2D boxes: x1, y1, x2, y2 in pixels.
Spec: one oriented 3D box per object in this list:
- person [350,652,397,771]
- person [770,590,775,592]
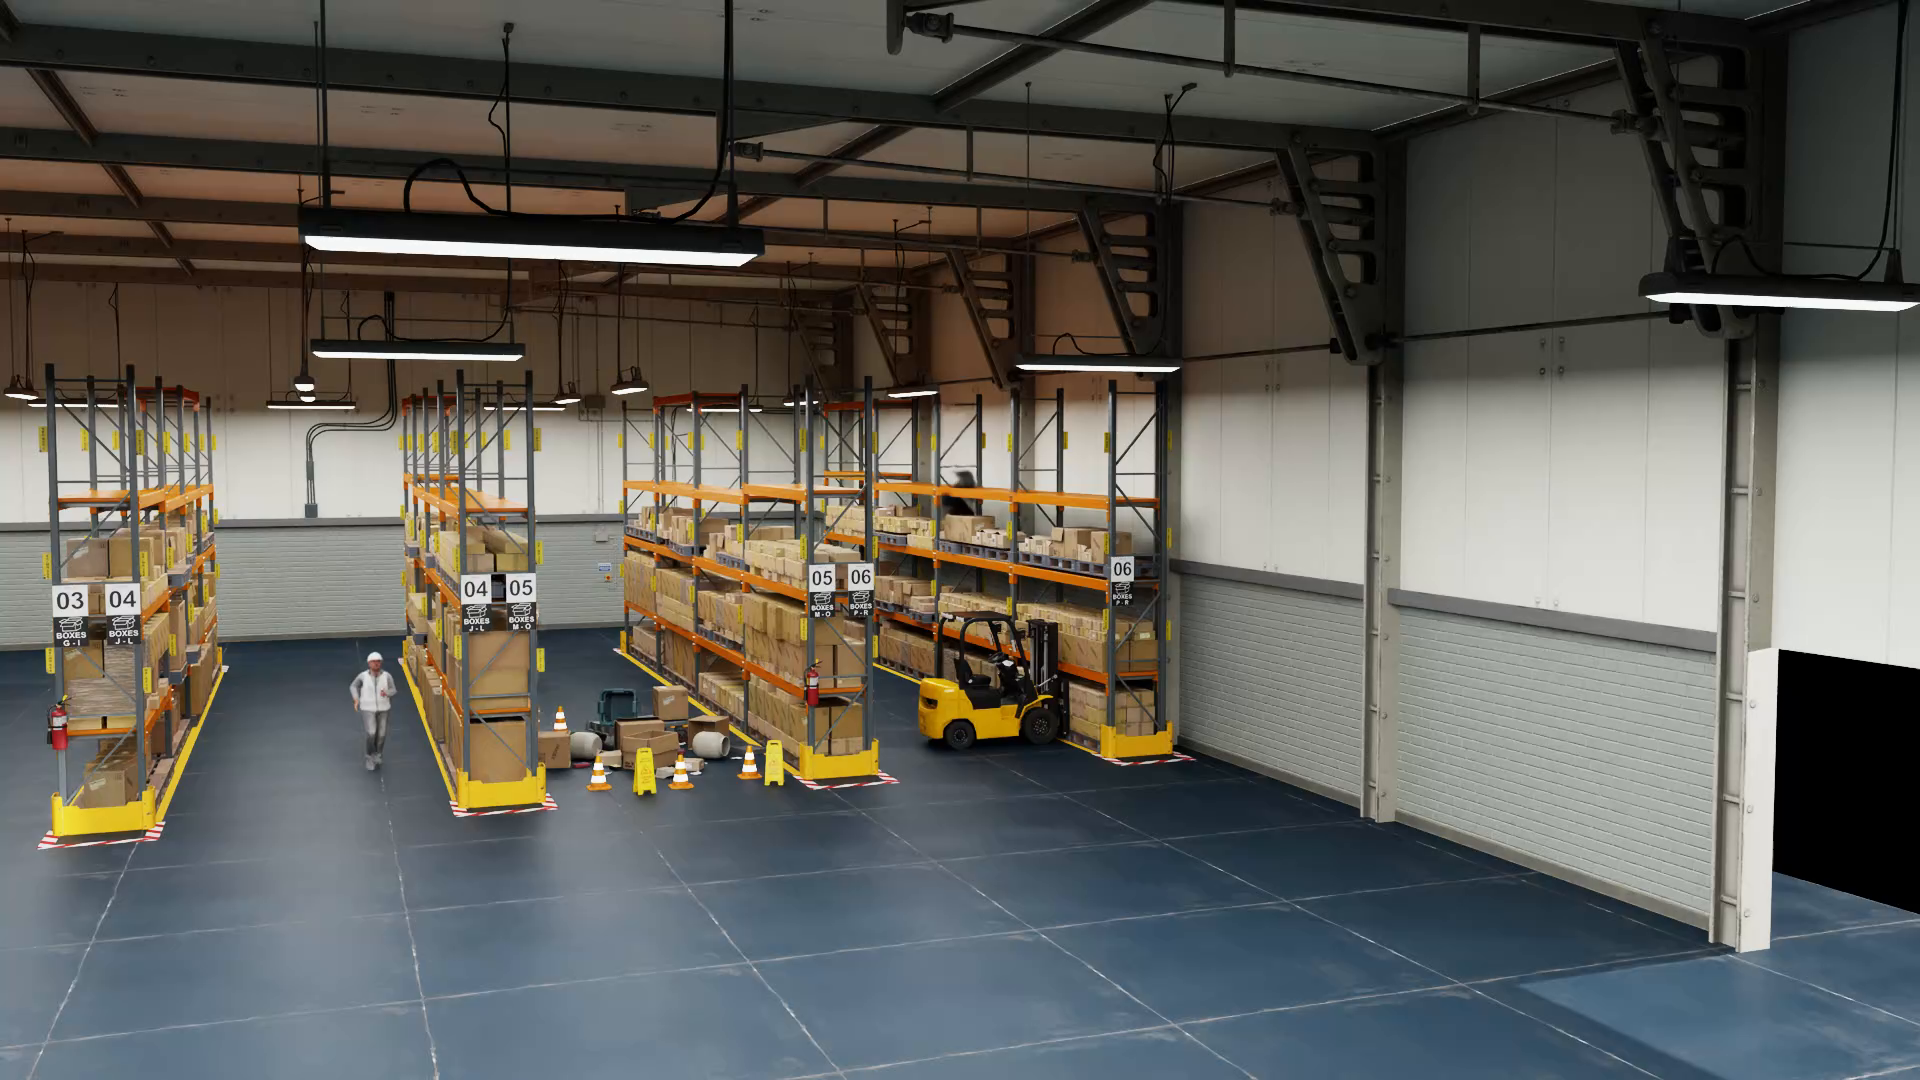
[{"bbox_3d":[-8.978,2.632,25.524,0.628,1.814,0.730,-2,4,-31],"label":"person"},{"bbox_3d":[-4.164,1.939,37.339,0.634,1.739,0.570,-2,4,-32],"label":"person"}]
